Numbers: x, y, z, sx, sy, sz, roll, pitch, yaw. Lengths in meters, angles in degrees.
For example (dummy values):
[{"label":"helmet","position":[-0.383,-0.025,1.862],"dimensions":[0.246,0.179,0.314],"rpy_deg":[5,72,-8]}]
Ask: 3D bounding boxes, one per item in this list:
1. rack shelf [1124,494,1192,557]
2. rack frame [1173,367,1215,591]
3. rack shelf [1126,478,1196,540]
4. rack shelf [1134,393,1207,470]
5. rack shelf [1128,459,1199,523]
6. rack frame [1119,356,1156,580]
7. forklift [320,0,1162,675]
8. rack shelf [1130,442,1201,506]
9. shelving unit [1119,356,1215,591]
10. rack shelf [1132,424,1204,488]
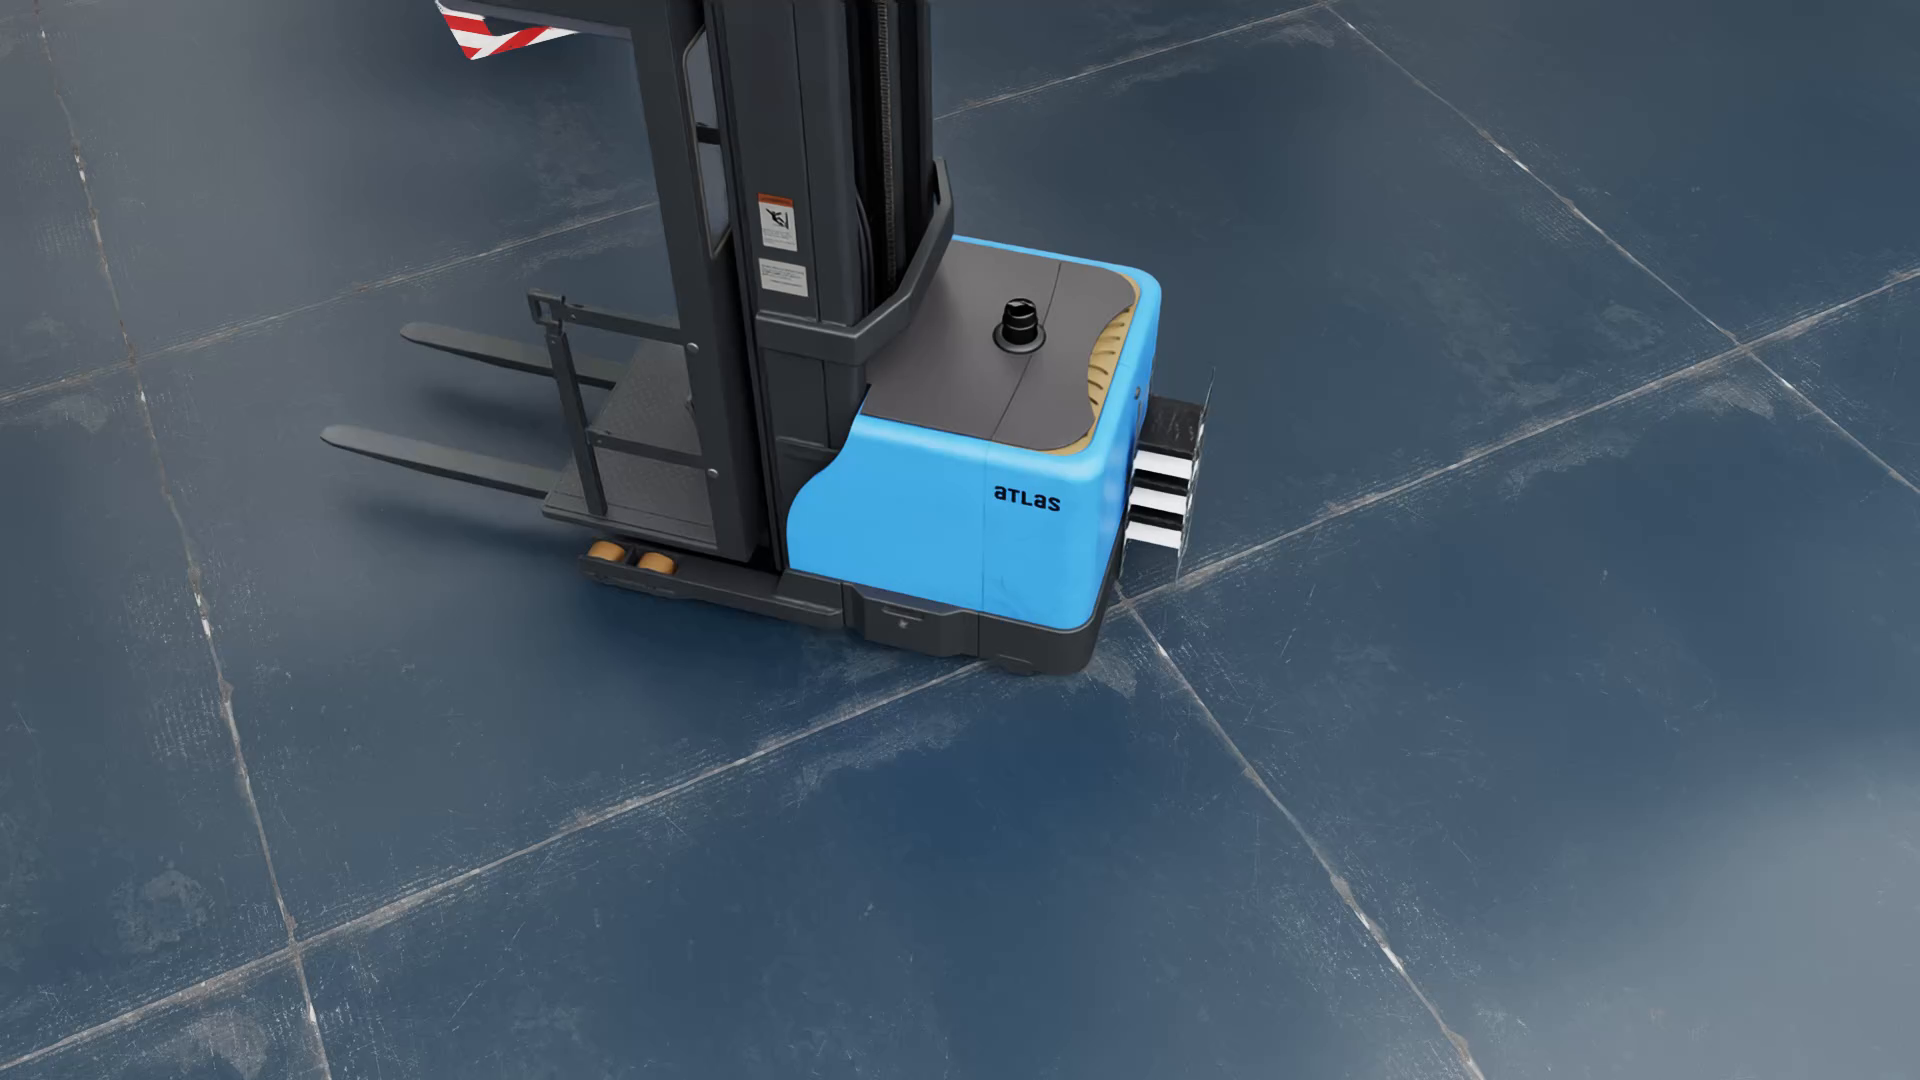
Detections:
[{"label":"rack shelf","position":[0.720,-0.076,6.002],"dimensions":[0.200,0.077,0.258],"rpy_deg":[12,50,11]},{"label":"rack frame","position":[0.817,-0.195,5.823],"dimensions":[0.006,0.900,0.240],"rpy_deg":[12,50,11]},{"label":"rack shelf","position":[0.720,-0.135,5.934],"dimensions":[0.200,0.077,0.258],"rpy_deg":[12,50,11]},{"label":"rack shelf","position":[0.720,-0.372,5.663],"dimensions":[0.200,0.077,0.258],"rpy_deg":[12,50,11]},{"label":"rack shelf","position":[0.720,-0.194,5.866],"dimensions":[0.200,0.077,0.258],"rpy_deg":[12,50,11]},{"label":"rack frame","position":[0.622,-0.238,5.860],"dimensions":[0.006,0.900,0.240],"rpy_deg":[12,50,11]},{"label":"forklift","position":[-0.880,-1.129,5.290],"dimensions":[3.031,2.935,1.130],"rpy_deg":[12,50,11]},{"label":"rack shelf","position":[0.720,-0.254,5.799],"dimensions":[0.200,0.077,0.258],"rpy_deg":[12,50,11]},{"label":"shelving unit","position":[0.720,-0.216,5.841],"dimensions":[0.210,0.900,0.258],"rpy_deg":[12,50,11]},{"label":"rack shelf","position":[0.720,-0.313,5.731],"dimensions":[0.200,0.077,0.258],"rpy_deg":[12,50,11]}]
